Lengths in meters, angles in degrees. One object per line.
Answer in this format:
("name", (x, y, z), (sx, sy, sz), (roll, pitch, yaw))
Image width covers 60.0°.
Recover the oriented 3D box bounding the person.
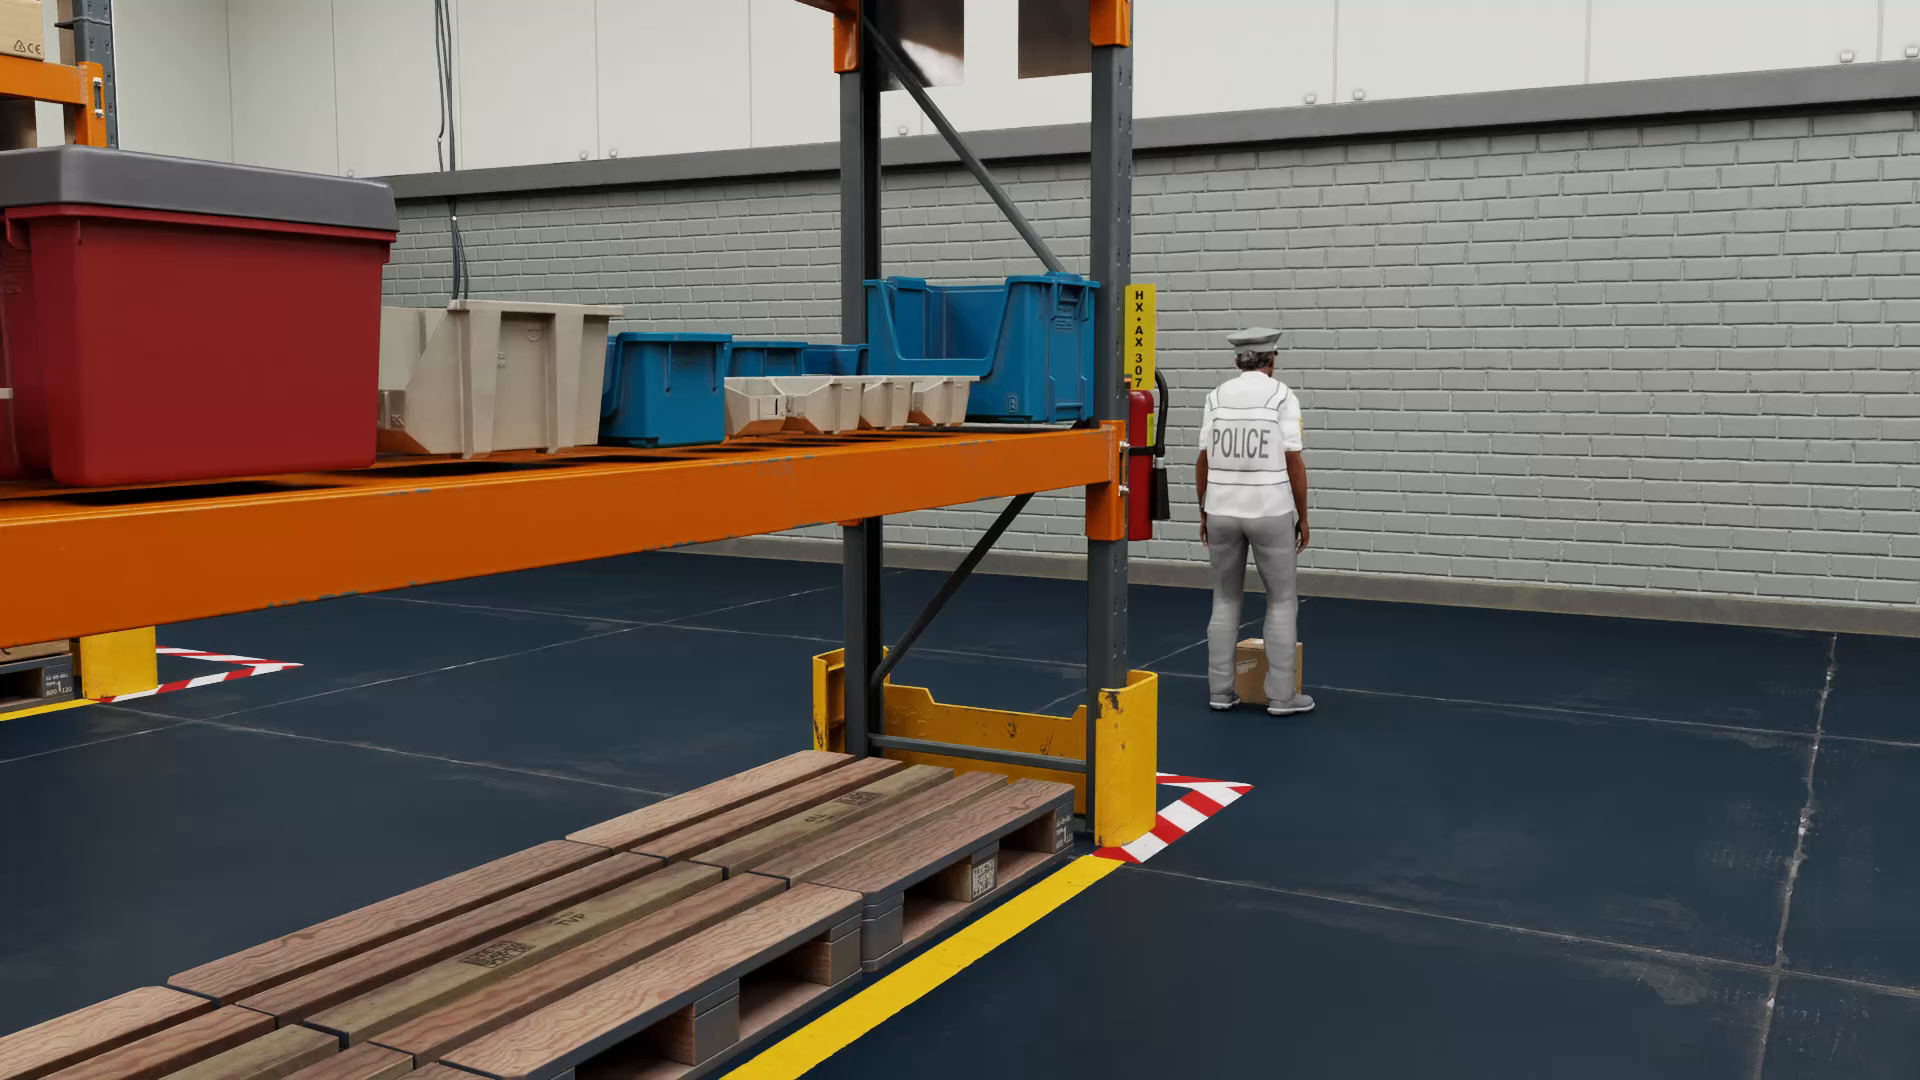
("person", (1.269, -0.086, 7.182), (0.509, 1.658, 0.397), (3, 7, 28))
